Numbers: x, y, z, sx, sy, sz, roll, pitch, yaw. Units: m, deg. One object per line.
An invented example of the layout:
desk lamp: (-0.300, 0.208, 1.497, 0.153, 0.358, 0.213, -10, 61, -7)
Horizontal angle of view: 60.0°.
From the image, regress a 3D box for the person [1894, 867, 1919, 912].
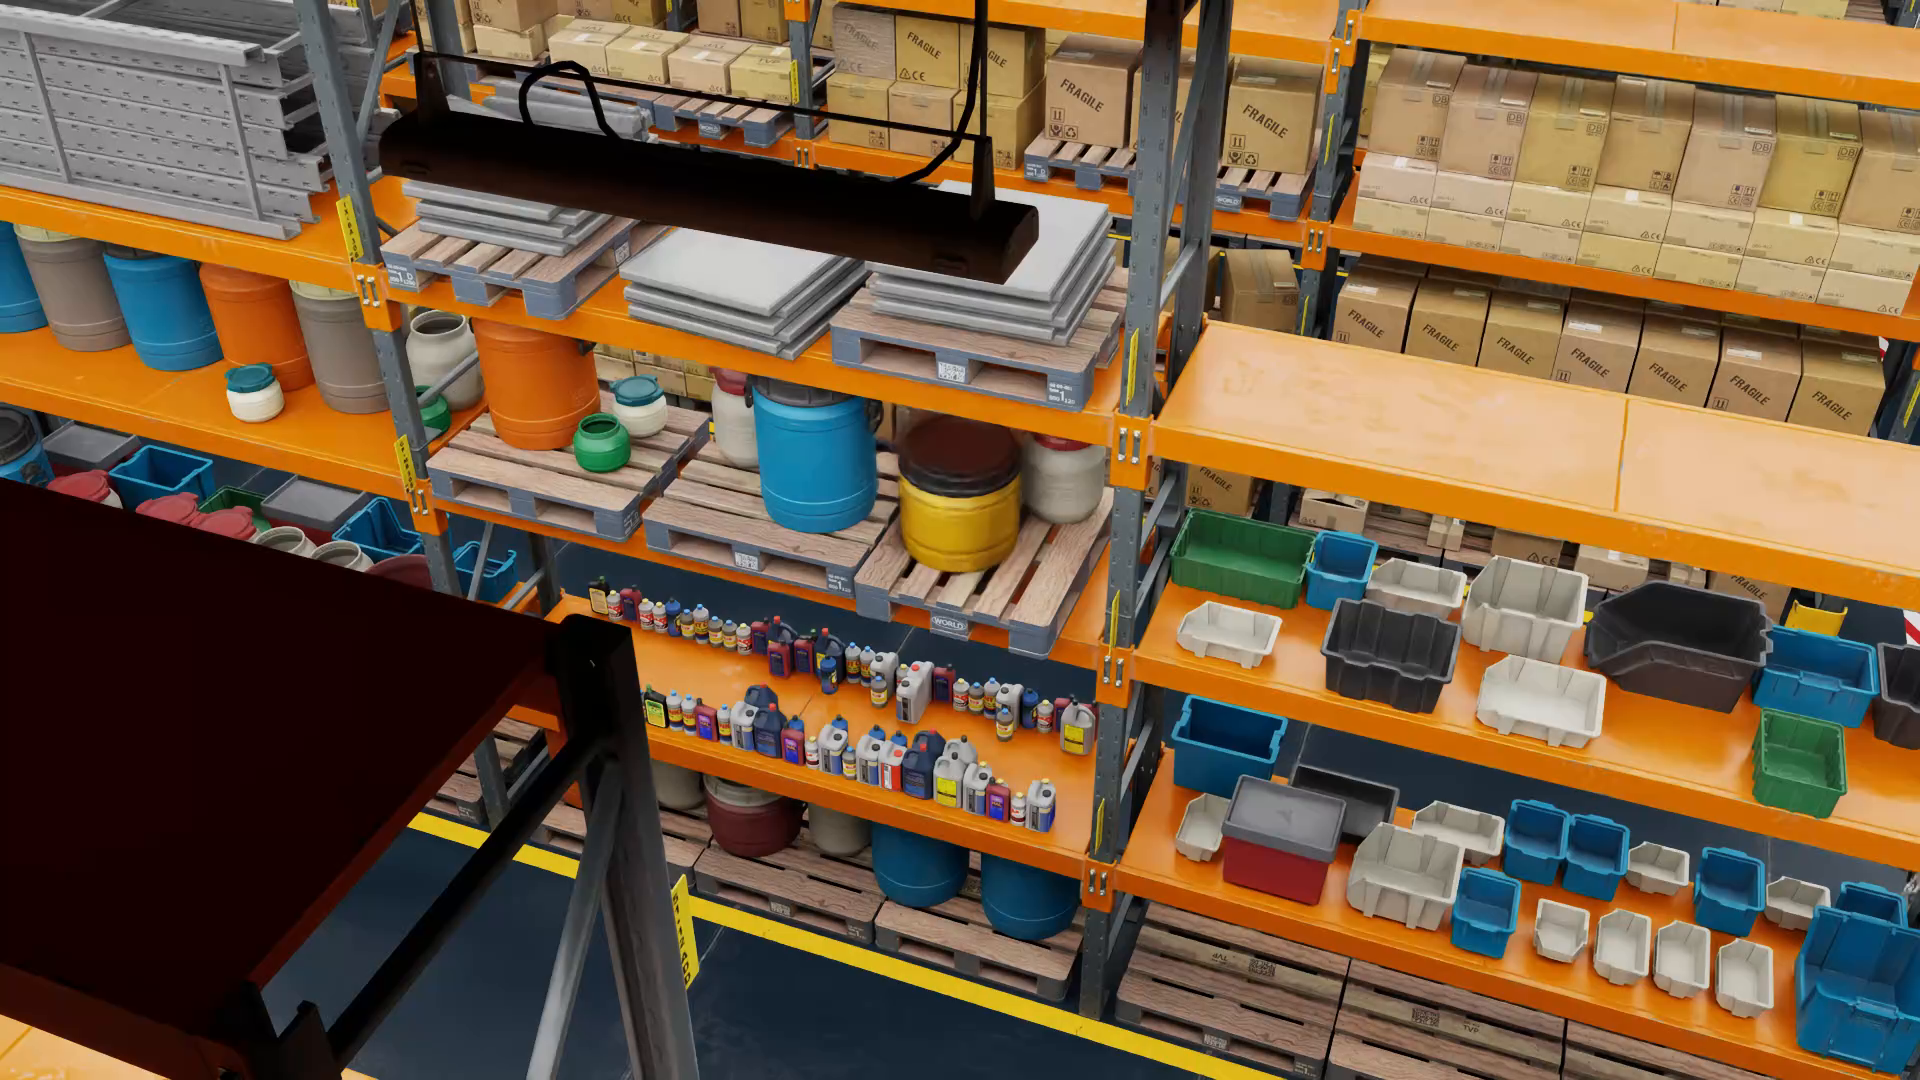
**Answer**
person: (5.433, 1.953, 9.338, 0.468, 1.627, 0.998, -22, 42, -27)
